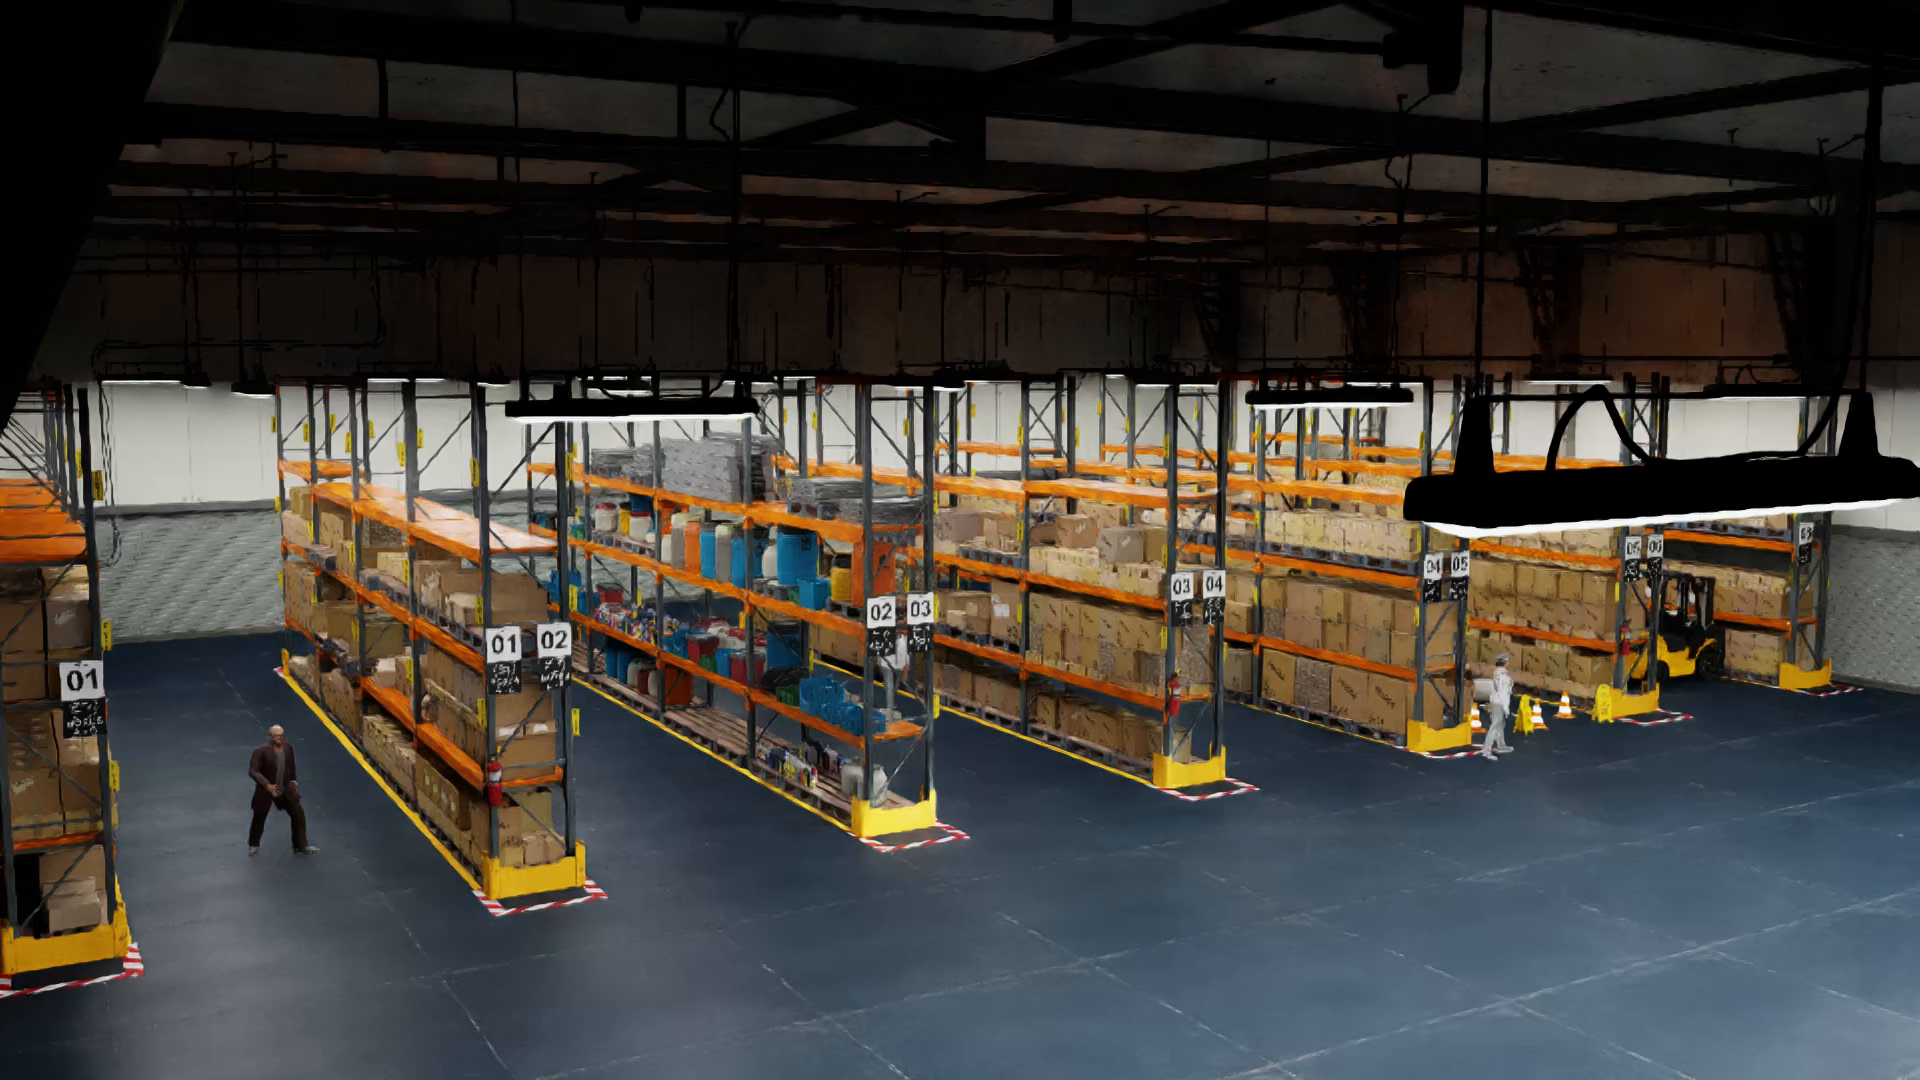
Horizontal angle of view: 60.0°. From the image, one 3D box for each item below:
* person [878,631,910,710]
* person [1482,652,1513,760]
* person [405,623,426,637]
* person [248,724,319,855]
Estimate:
[{"bbox_3d":[-1.164,2.232,29.623,0.539,1.715,1.031,-2,7,-21],"label":"person"},{"bbox_3d":[8.584,2.604,26.414,0.552,1.670,0.685,1,6,8],"label":"person"},{"bbox_3d":[-12.450,1.402,37.792,0.447,1.570,1.088,-3,7,-27],"label":"person"},{"bbox_3d":[-8.704,3.161,21.111,0.900,1.713,0.724,6,9,43],"label":"person"}]
